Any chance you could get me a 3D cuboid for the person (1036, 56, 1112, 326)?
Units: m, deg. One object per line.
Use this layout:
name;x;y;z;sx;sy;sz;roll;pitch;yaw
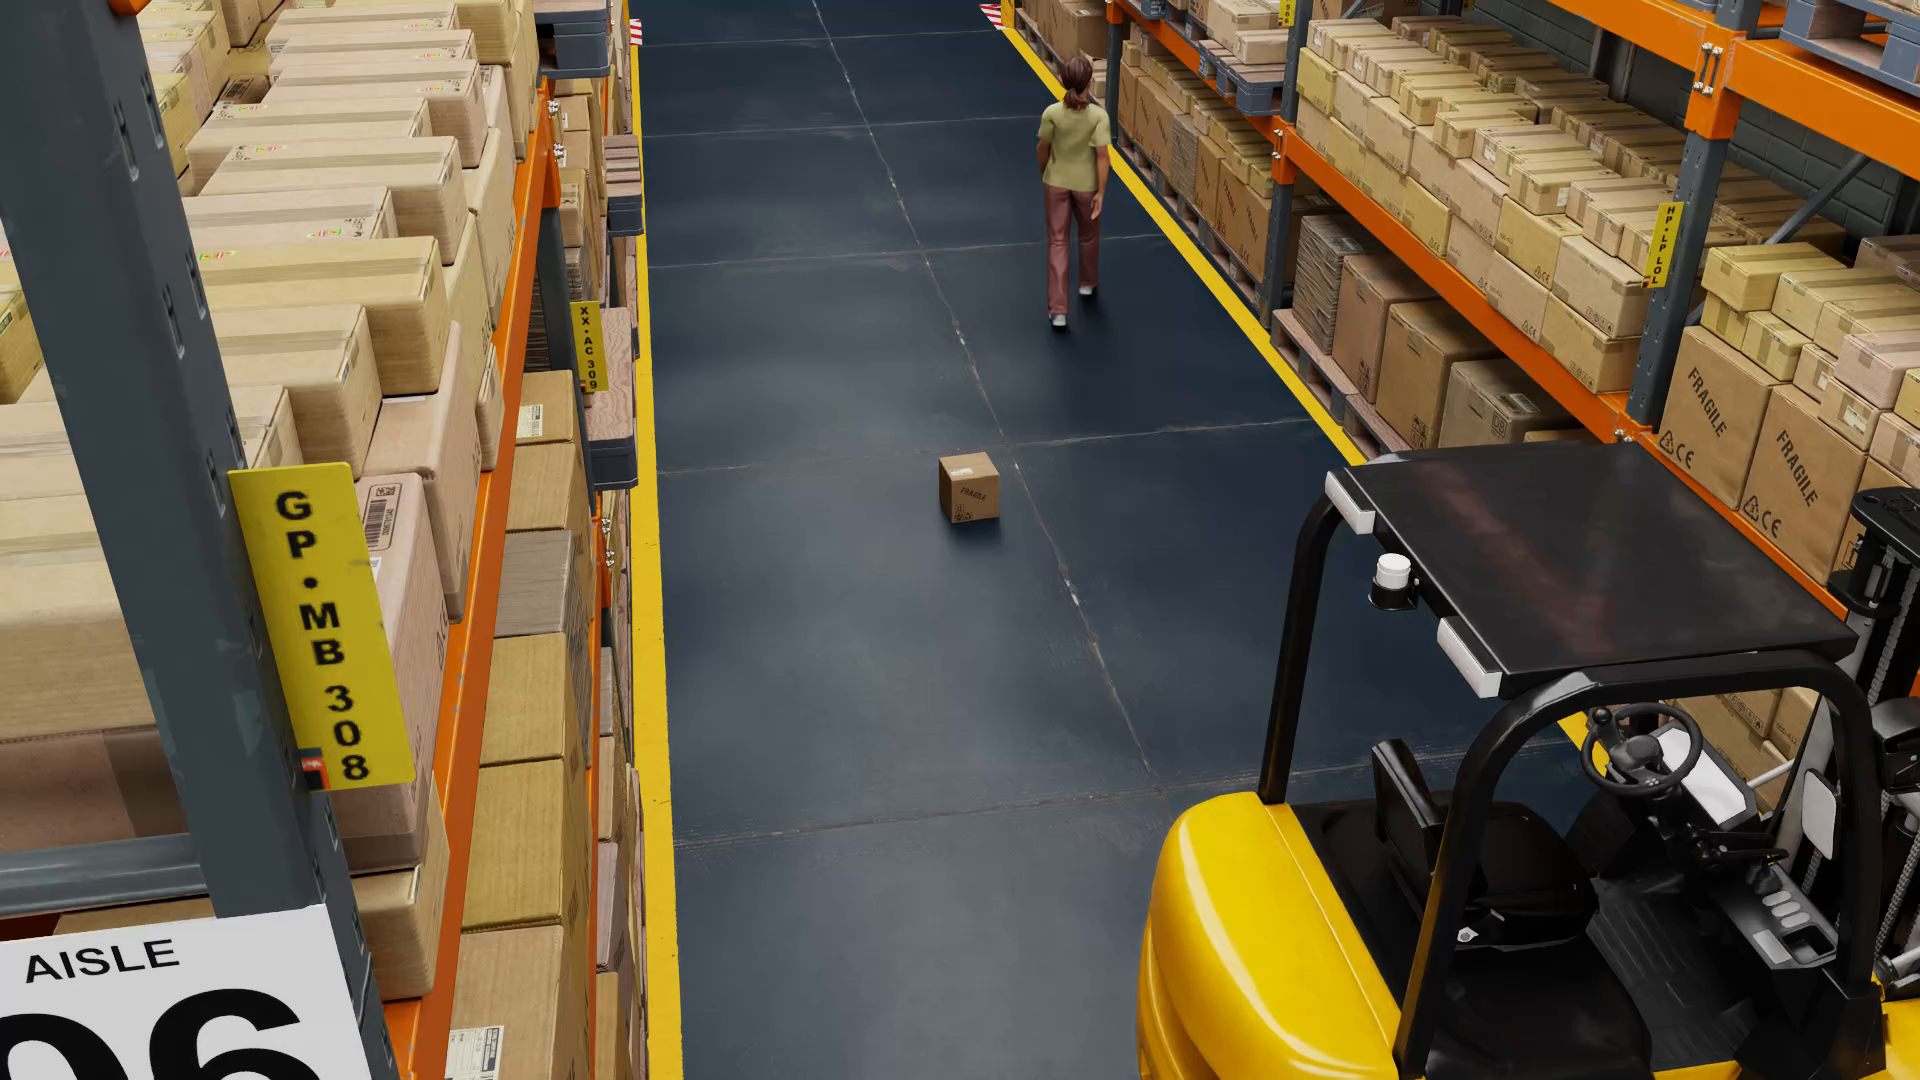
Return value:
person;0.698;-2.234;10.367;0.453;1.626;0.893;2;31;3
